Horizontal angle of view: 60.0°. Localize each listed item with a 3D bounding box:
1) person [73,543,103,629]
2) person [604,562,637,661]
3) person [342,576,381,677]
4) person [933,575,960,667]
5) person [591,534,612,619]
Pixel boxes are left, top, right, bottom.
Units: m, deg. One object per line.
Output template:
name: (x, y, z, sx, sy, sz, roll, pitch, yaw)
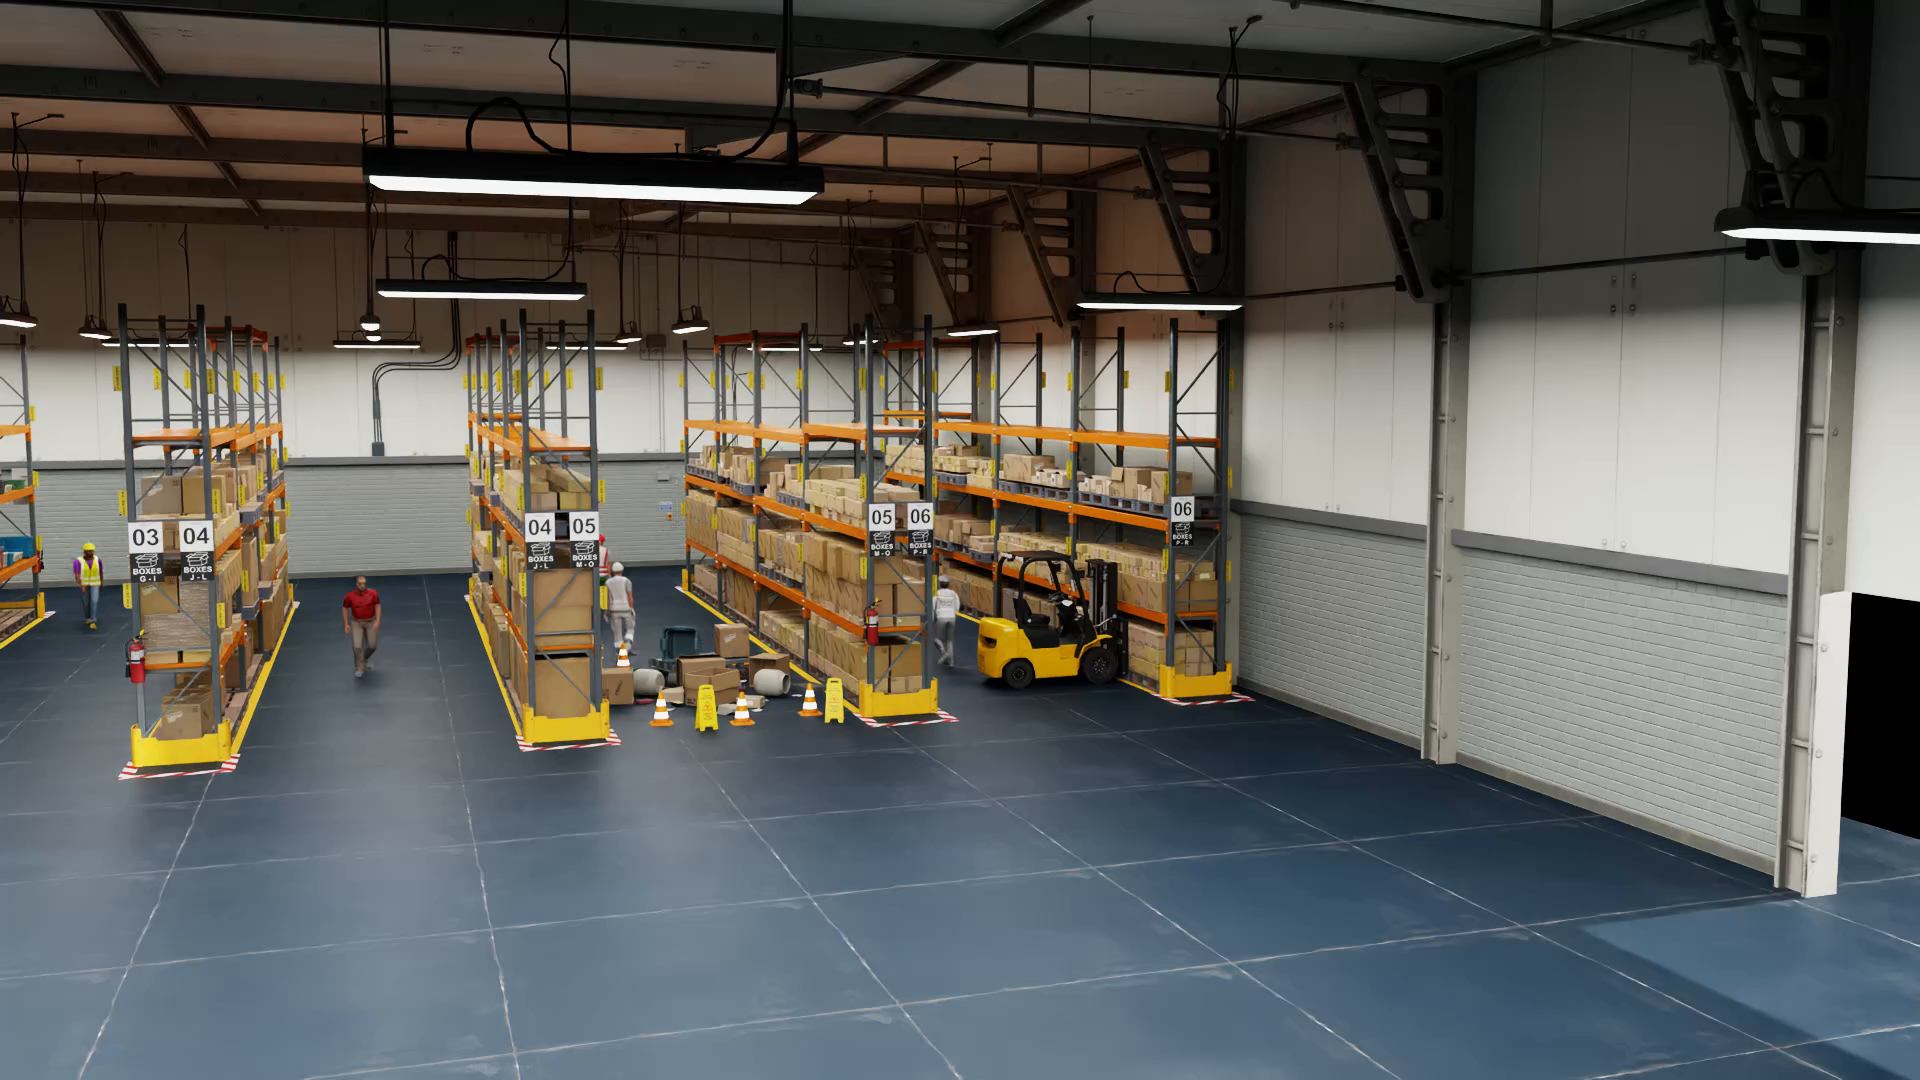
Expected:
person: (-17.756, 0.923, 33.890, 0.533, 1.713, 0.965, -3, 6, -28)
person: (-6.092, 1.289, 29.785, 0.579, 1.778, 0.552, -1, 5, -9)
person: (-10.276, 1.457, 28.561, 0.624, 1.712, 0.659, -2, 6, -25)
person: (-0.278, 1.432, 29.514, 0.609, 1.568, 0.713, -2, 6, -18)
person: (-7.635, 0.773, 35.111, 0.586, 1.784, 0.475, -2, 6, -18)
